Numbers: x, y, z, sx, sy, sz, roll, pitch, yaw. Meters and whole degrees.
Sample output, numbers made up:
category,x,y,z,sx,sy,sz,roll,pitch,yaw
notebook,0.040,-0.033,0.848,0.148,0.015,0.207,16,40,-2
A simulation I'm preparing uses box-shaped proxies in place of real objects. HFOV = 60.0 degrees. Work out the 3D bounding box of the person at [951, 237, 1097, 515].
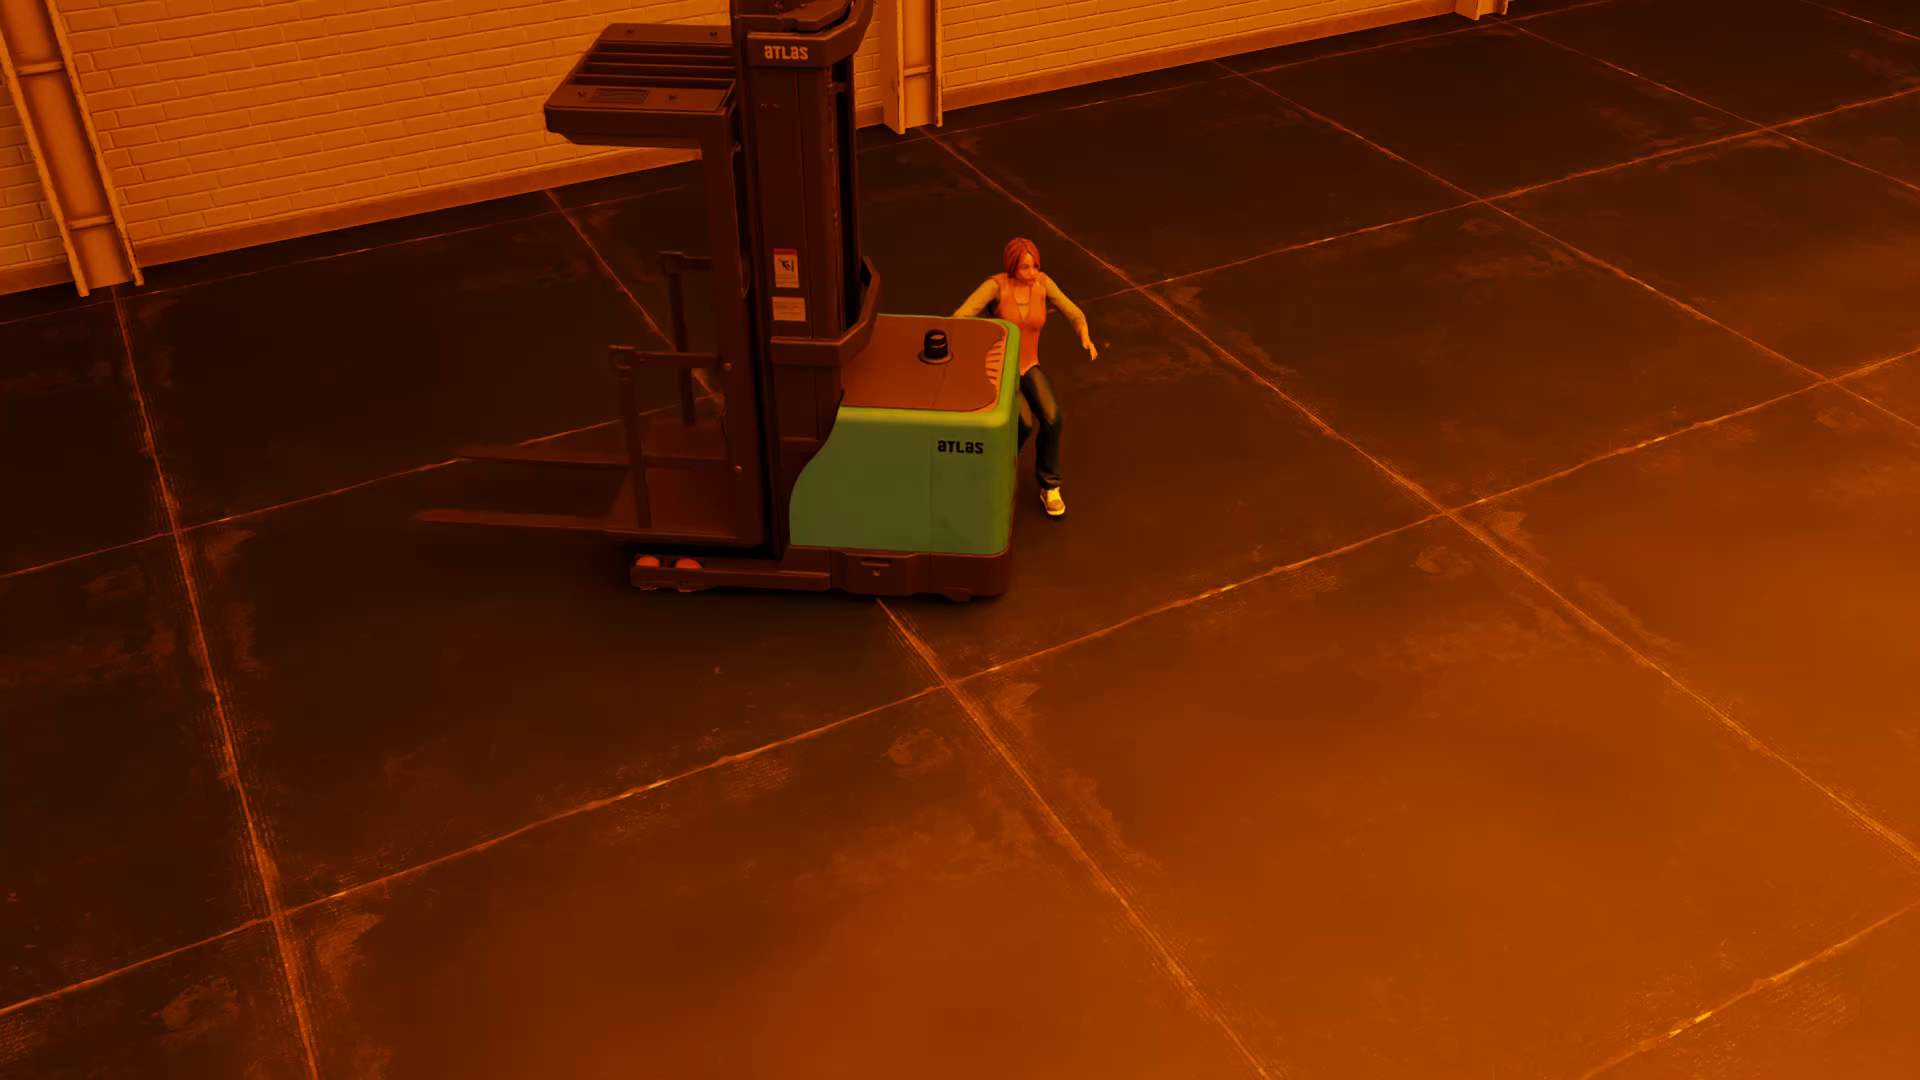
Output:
category,x,y,z,sx,sy,sz,roll,pitch,yaw
person,0.375,-0.850,8.696,0.742,1.381,0.753,-19,39,-24

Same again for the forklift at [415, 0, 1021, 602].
category,x,y,z,sx,sy,sz,roll,pitch,yaw
forklift,-1.228,-1.237,7.872,3.031,2.935,1.130,3,35,4
